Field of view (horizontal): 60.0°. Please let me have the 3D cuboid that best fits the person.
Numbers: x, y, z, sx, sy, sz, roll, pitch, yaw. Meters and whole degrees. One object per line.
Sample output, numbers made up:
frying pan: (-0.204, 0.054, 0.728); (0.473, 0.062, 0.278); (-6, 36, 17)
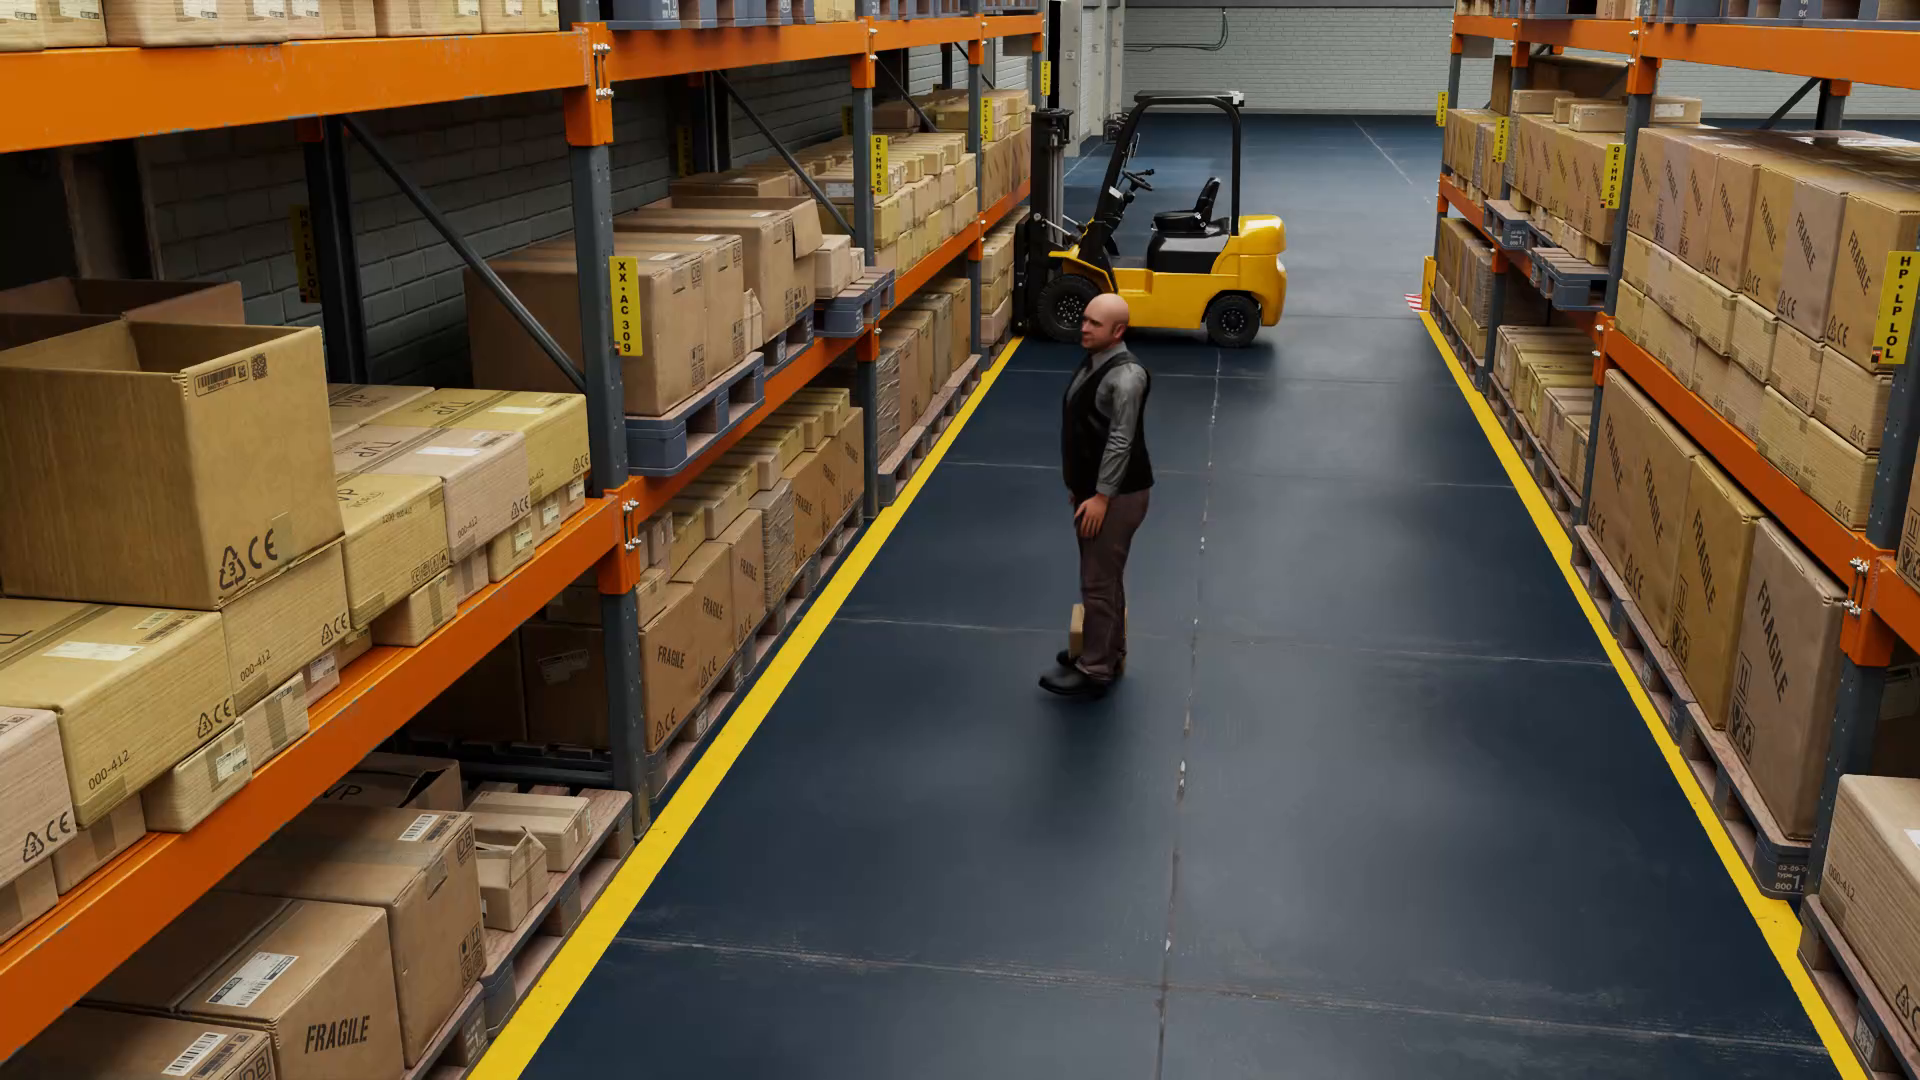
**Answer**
person: (0.553, -0.191, 7.102); (0.483, 1.732, 0.564); (-4, 18, -11)
